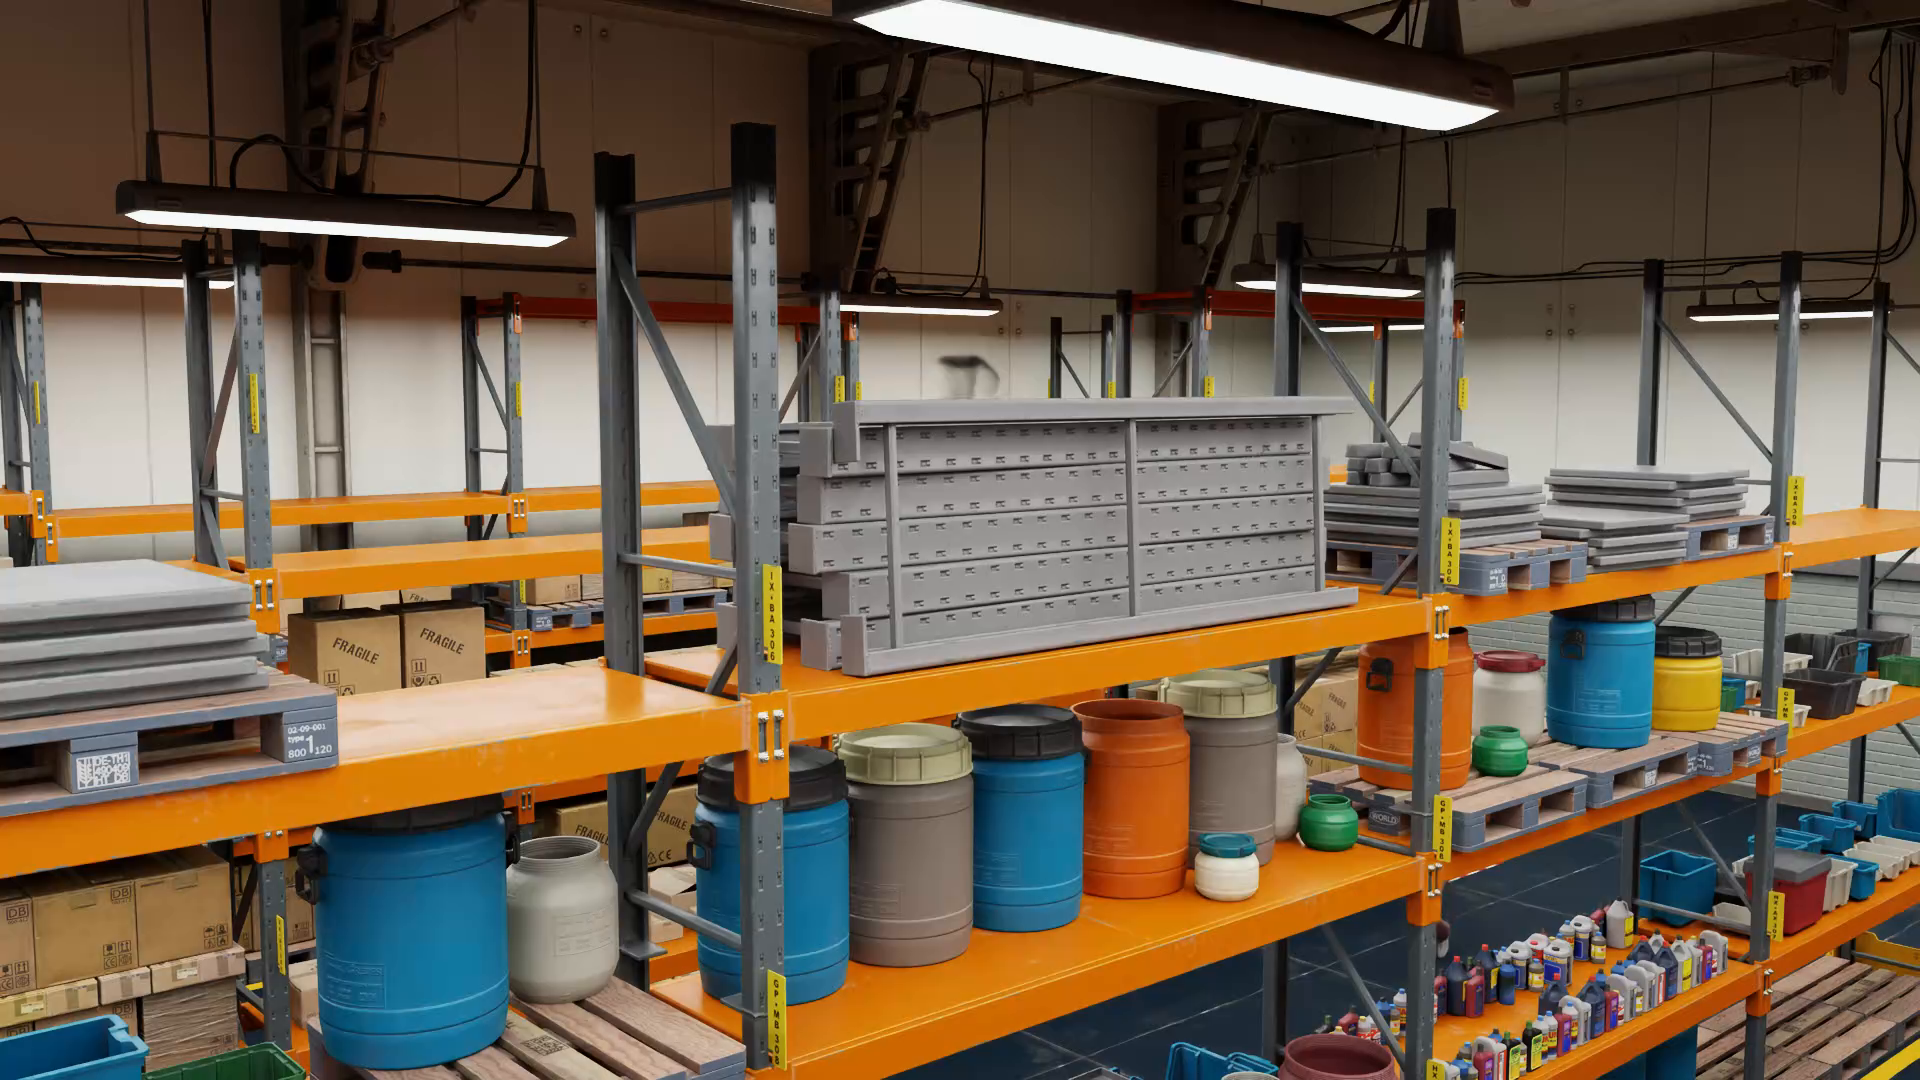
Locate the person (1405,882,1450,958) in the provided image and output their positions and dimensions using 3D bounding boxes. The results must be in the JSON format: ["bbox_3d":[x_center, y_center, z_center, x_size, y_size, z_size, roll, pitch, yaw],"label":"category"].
[{"bbox_3d":[4.121,2.970,14.693,0.576,1.613,0.558,5,7,40],"label":"person"}]
